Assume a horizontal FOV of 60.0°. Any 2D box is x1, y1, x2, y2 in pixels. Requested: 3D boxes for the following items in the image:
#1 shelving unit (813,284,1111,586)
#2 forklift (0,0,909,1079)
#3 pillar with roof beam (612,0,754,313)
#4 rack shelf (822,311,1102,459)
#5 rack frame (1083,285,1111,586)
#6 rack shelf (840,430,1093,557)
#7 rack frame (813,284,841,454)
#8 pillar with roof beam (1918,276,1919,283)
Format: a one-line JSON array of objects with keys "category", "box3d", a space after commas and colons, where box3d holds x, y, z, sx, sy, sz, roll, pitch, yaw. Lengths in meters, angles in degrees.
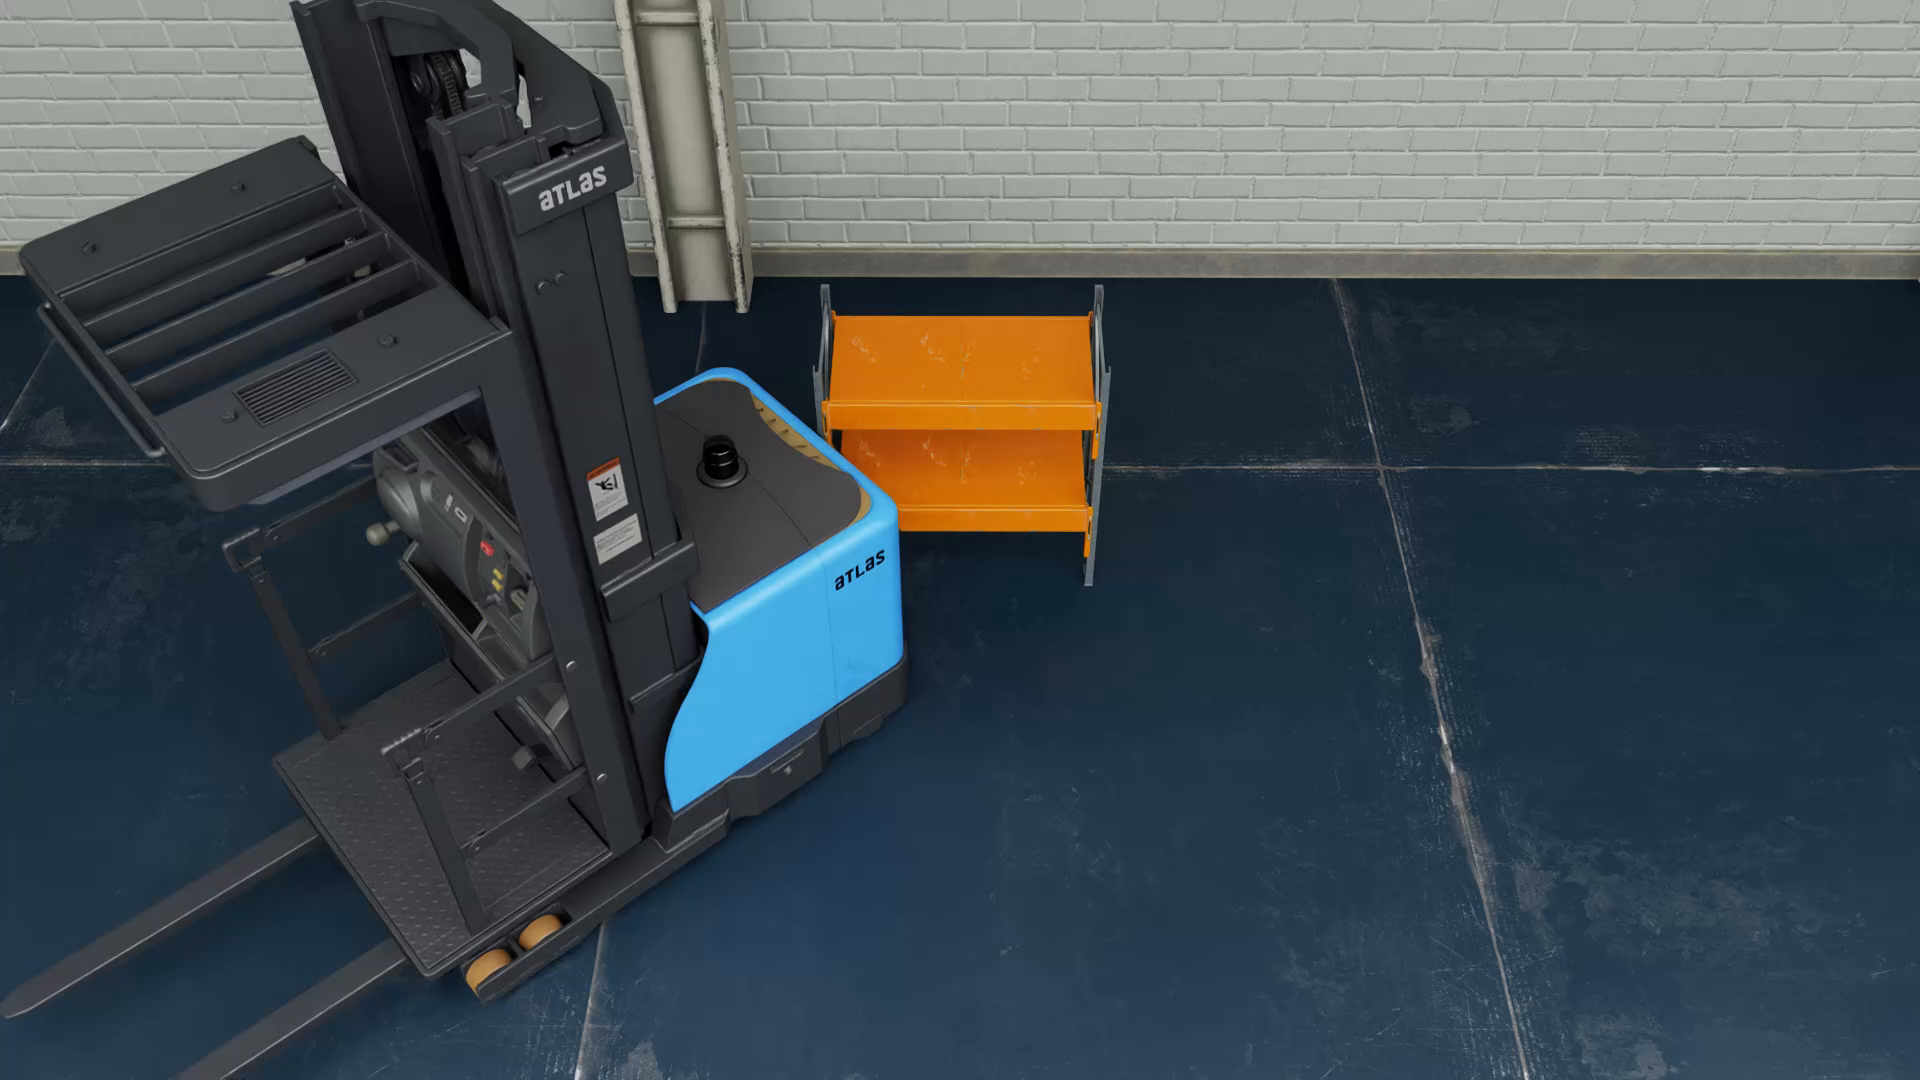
[{"category": "shelving unit", "box3d": [0.007, -0.383, 6.419, 1.048, 1.125, 0.538, 0, 47, 0]}, {"category": "forklift", "box3d": [-1.633, 0.060, 4.772, 3.031, 2.935, 1.130, -33, 55, -27]}, {"category": "pillar with roof beam", "box3d": [-1.211, -1.099, 1.706, 0.400, 9.000, 9.100, 0, 47, 0]}, {"category": "rack shelf", "box3d": [0.007, -0.583, 6.205, 1.000, 0.278, 0.538, 0, 47, 0]}, {"category": "rack frame", "box3d": [0.515, -0.382, 6.418, 0.032, 1.125, 0.500, 0, 47, 0]}, {"category": "rack shelf", "box3d": [0.007, -0.217, 6.598, 1.000, 0.278, 0.538, 0, 47, 0]}, {"category": "rack frame", "box3d": [-0.502, -0.385, 6.420, 0.032, 1.125, 0.500, 0, 47, 0]}, {"category": "pillar with roof beam", "box3d": [4.789, -1.082, 1.690, 0.400, 9.000, 9.100, 0, 47, 0]}]
